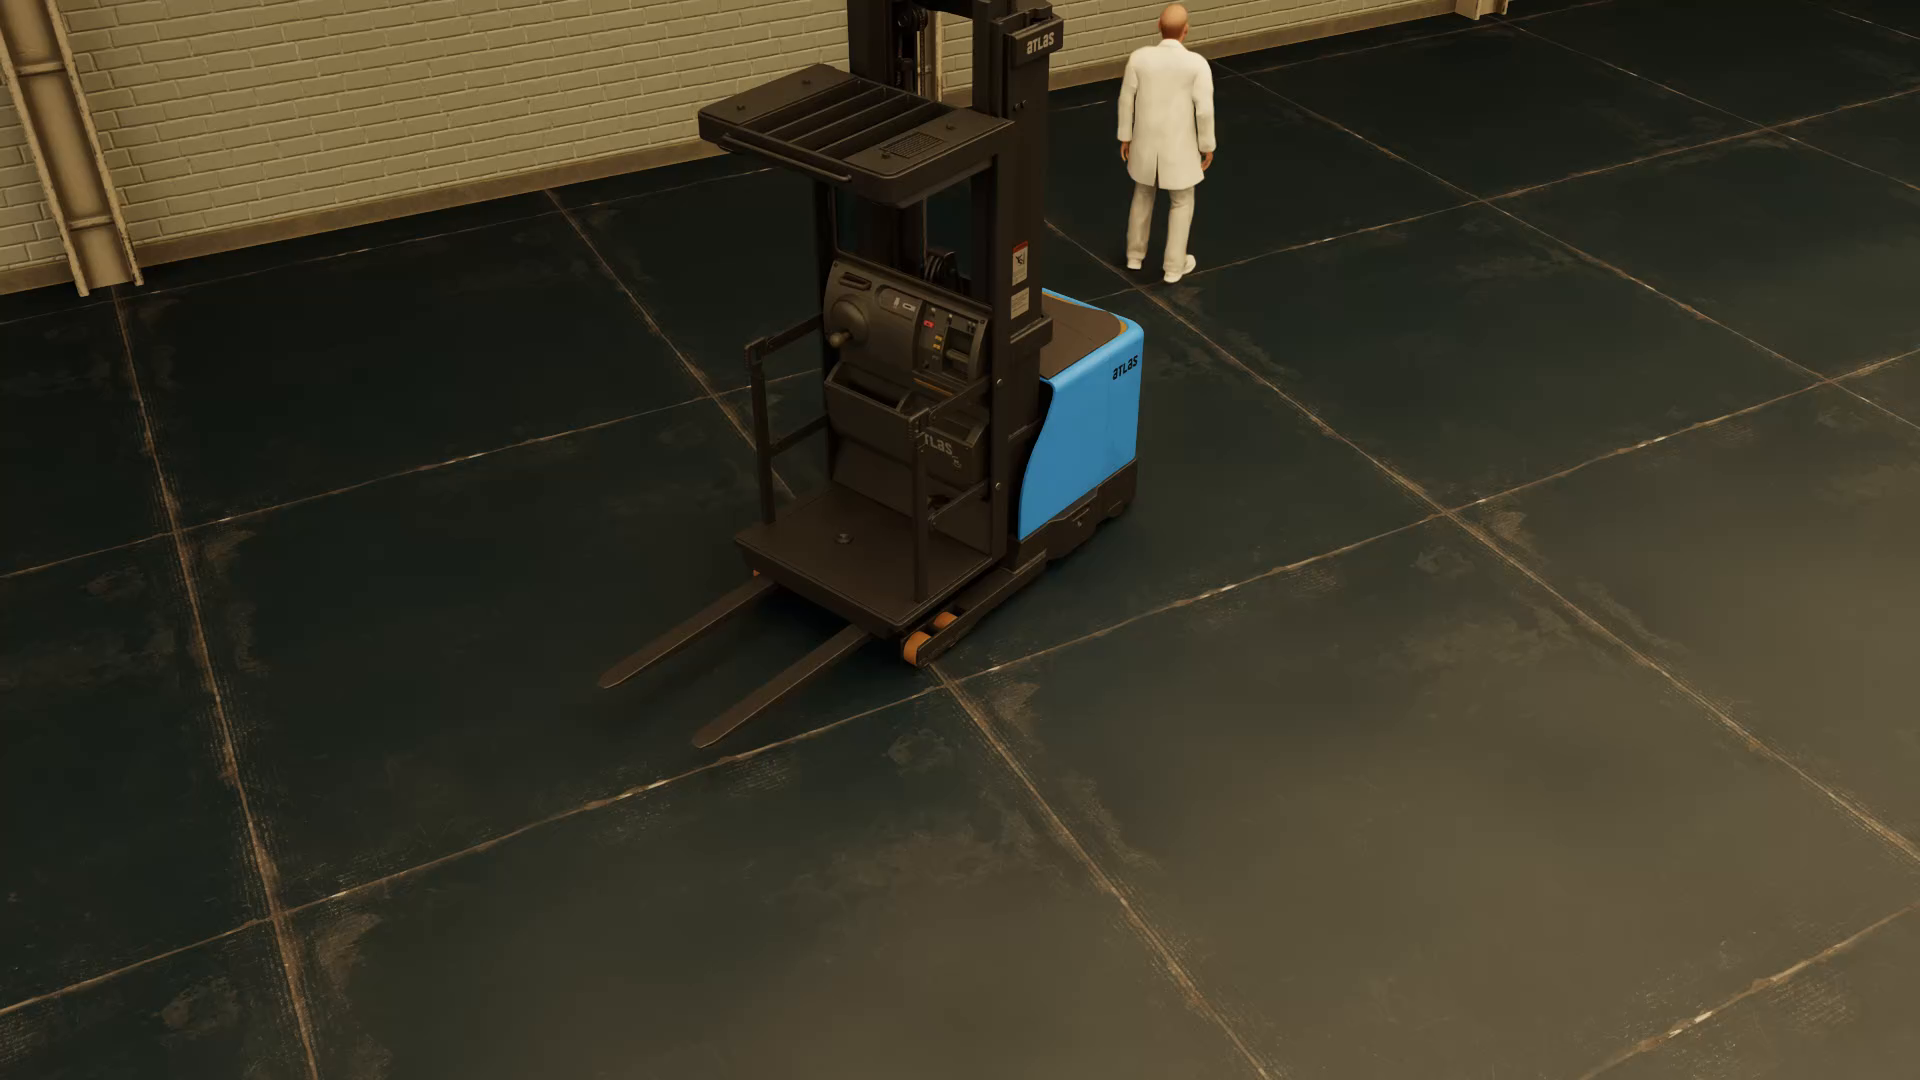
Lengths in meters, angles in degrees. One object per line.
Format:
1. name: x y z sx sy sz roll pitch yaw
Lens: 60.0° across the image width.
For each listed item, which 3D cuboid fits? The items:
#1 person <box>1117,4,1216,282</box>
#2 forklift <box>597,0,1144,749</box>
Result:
1. person: 1.345 -2.569 10.771 0.653 1.781 0.465 14 38 19
2. forklift: -0.390 -0.927 7.434 1.130 2.935 3.031 26 43 31
